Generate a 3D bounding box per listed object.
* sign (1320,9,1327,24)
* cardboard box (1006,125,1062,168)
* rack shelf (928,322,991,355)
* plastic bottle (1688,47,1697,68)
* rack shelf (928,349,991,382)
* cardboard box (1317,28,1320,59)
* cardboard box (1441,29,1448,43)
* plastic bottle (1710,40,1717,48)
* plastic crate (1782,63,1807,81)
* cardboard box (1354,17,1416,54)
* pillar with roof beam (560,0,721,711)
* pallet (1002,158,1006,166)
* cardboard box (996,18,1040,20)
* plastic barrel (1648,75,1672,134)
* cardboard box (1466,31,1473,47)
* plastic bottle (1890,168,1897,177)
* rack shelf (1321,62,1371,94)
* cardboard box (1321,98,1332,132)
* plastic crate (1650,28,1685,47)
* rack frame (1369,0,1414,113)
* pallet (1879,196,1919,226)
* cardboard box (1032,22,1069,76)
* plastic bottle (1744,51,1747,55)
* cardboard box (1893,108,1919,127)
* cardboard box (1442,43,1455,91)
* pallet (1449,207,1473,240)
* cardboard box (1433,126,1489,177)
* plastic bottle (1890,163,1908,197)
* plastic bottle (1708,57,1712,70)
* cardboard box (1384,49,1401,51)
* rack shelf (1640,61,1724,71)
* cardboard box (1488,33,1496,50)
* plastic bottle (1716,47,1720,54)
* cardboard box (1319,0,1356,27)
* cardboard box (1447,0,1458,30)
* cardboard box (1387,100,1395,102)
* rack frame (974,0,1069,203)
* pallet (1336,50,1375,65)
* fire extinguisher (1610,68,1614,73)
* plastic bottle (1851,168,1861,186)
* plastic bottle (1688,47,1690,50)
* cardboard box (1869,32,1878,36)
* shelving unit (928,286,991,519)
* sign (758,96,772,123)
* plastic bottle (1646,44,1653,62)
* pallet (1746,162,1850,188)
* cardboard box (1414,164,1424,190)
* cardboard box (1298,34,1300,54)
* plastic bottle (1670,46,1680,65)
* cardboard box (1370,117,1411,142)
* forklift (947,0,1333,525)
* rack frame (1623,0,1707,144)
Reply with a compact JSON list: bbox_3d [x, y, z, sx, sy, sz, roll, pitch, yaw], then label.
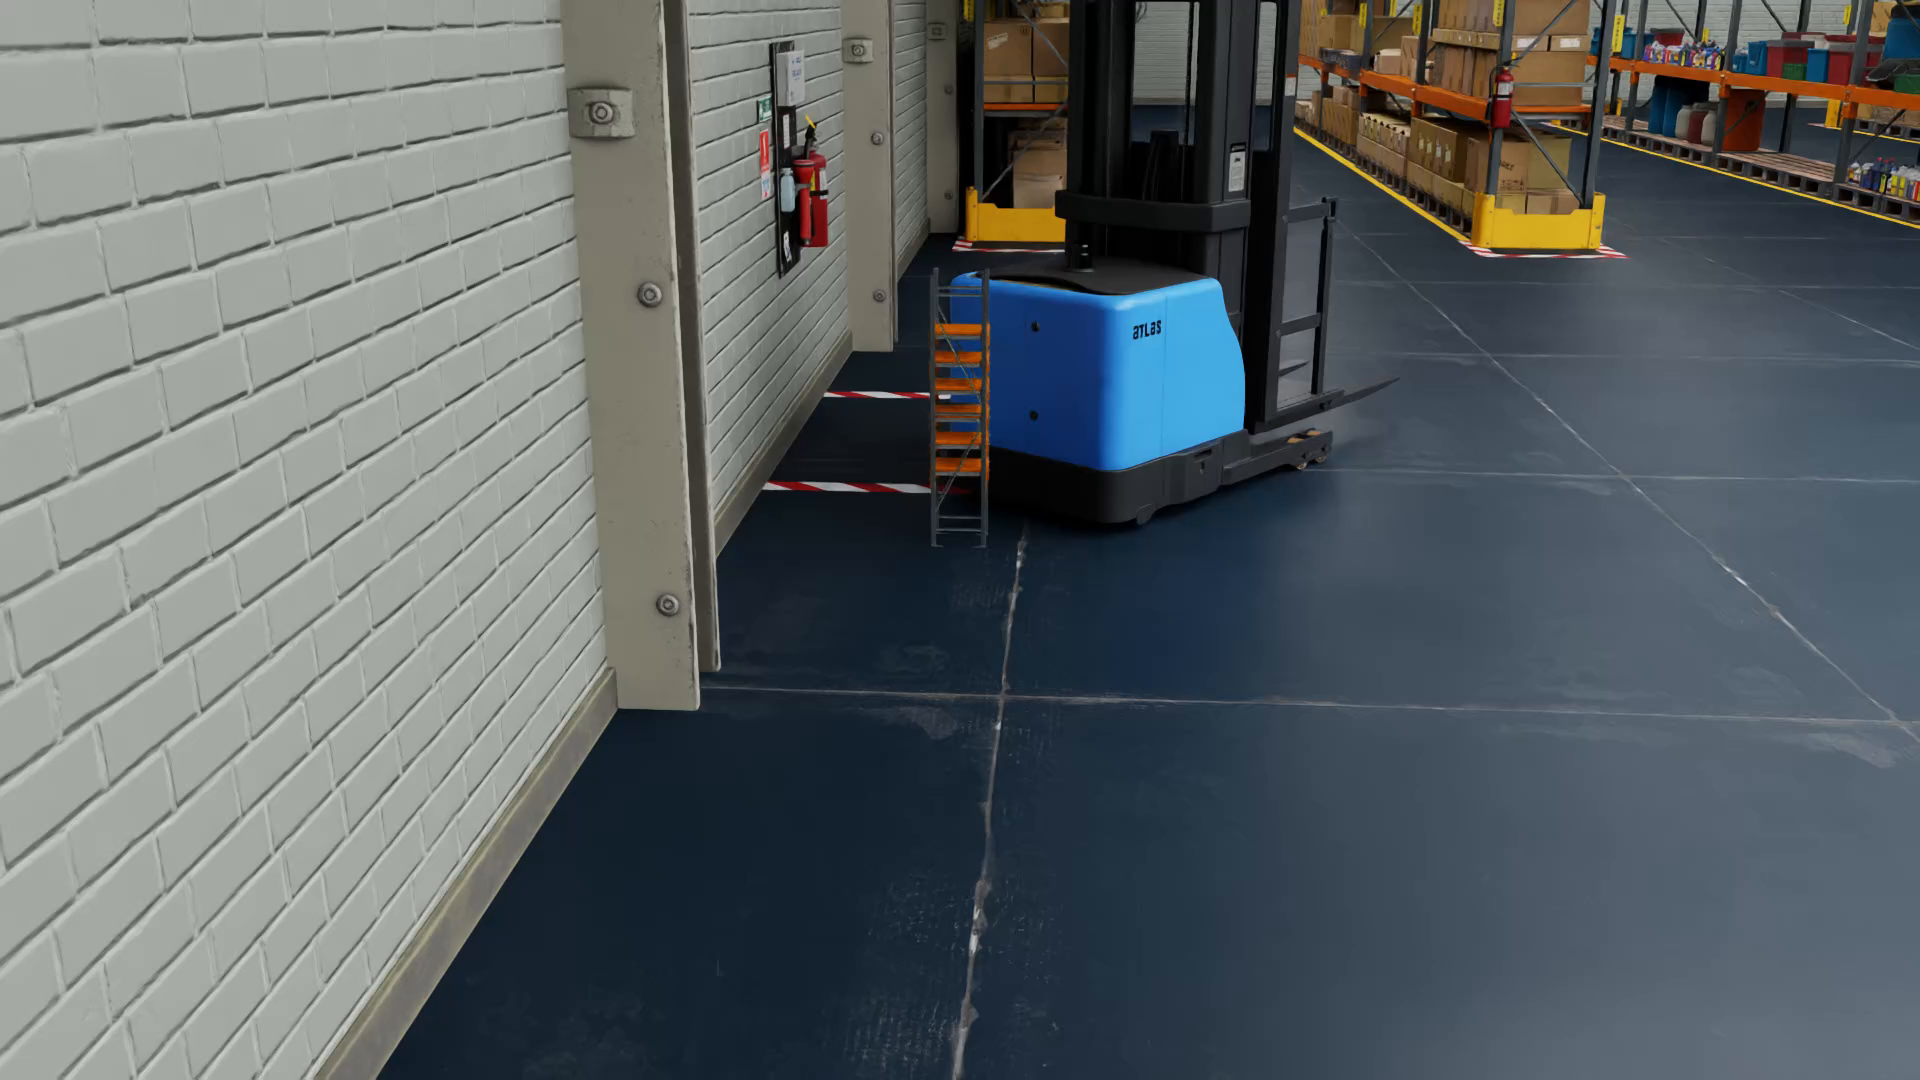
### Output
[{"bbox_3d":[5.898,-8.440,26.972,0.100,0.325,0.005,1,18,4],"label":"sign"},{"bbox_3d":[0.948,-5.055,21.341,0.700,0.500,0.500,1,18,3],"label":"cardboard box"},{"bbox_3d":[-0.001,-0.866,7.124,0.258,0.103,0.180,1,18,4],"label":"rack shelf"},{"bbox_3d":[10.779,-7.099,24.459,0.061,0.283,0.133,1,18,4],"label":"plastic bottle"},{"bbox_3d":[-0.001,-0.752,7.162,0.258,0.103,0.180,1,18,4],"label":"rack shelf"},{"bbox_3d":[6.220,-8.227,27.553,0.500,0.500,0.500,2,18,5],"label":"cardboard box"},{"bbox_3d":[5.619,-5.652,18.654,0.380,0.149,0.250,1,18,2],"label":"cardboard box"},{"bbox_3d":[11.628,-7.533,25.675,0.144,0.351,0.185,1,18,4],"label":"plastic bottle"},{"bbox_3d":[10.650,-5.869,20.856,0.450,0.188,0.662,1,18,4],"label":"plastic crate"},{"bbox_3d":[6.086,-7.221,23.810,0.700,0.500,0.500,-5,19,-15],"label":"cardboard box"},{"bbox_3d":[3.260,-3.666,4.158,9.100,9.000,0.400,1,18,4],"label":"pillar with roof beam"},{"bbox_3d":[1.064,-4.940,22.160,1.003,0.211,1.213,1,18,4],"label":"pallet"},{"bbox_3d":[0.642,-5.636,18.811,0.500,0.500,0.500,1,18,4],"label":"cardboard box"},{"bbox_3d":[11.324,-6.941,26.483,0.600,0.901,0.708,1,18,4],"label":"plastic barrel"},{"bbox_3d":[5.526,-5.252,17.432,0.380,0.149,0.250,1,18,3],"label":"cardboard box"},{"bbox_3d":[10.348,-3.988,18.452,0.097,0.271,0.097,0,18,0],"label":"plastic bottle"},{"bbox_3d":[6.297,-7.056,25.294,1.077,0.370,4.000,1,18,4],"label":"rack shelf"},{"bbox_3d":[6.162,-6.895,26.956,0.500,0.500,0.500,0,18,1],"label":"cardboard box"},{"bbox_3d":[11.695,-8.237,27.546,0.402,0.464,0.583,1,18,4],"label":"plastic crate"},{"bbox_3d":[6.150,-6.776,23.286,0.949,2.616,0.053,1,18,4],"label":"rack frame"},{"bbox_3d":[10.632,-3.510,17.795,1.003,0.211,1.213,1,18,4],"label":"pallet"},{"bbox_3d":[0.973,-4.837,16.373,0.500,0.500,0.500,1,18,4],"label":"cardboard box"},{"bbox_3d":[11.575,-7.094,24.443,0.061,0.283,0.133,1,18,4],"label":"plastic bottle"},{"bbox_3d":[16.512,-7.469,28.137,0.875,0.875,0.875,1,18,4],"label":"cardboard box"},{"bbox_3d":[5.810,-5.280,18.558,0.700,0.500,0.500,1,18,3],"label":"cardboard box"},{"bbox_3d":[5.593,-3.205,16.865,1.003,0.211,1.213,1,18,4],"label":"pallet"},{"bbox_3d":[5.416,-4.180,17.900,0.500,0.500,0.500,1,18,4],"label":"cardboard box"},{"bbox_3d":[10.291,-3.940,18.179,0.144,0.351,0.185,1,18,3],"label":"plastic bottle"},{"bbox_3d":[10.740,-6.812,23.715,0.097,0.201,0.097,0,18,0],"label":"plastic bottle"},{"bbox_3d":[6.084,-6.622,22.958,0.500,0.311,0.500,2,18,7],"label":"cardboard box"},{"bbox_3d":[11.237,-7.037,24.922,0.919,0.124,3.809,1,18,4],"label":"rack shelf"},{"bbox_3d":[5.453,-4.931,16.452,0.380,0.149,0.250,1,18,3],"label":"cardboard box"},{"bbox_3d":[11.460,-7.329,25.180,0.097,0.271,0.097,0,18,0],"label":"plastic bottle"},{"bbox_3d":[6.218,-8.704,27.403,0.500,0.500,0.500,1,18,4],"label":"cardboard box"},{"bbox_3d":[5.806,-5.903,18.377,0.700,0.500,0.500,1,18,4],"label":"cardboard box"},{"bbox_3d":[6.647,-6.727,26.443,0.500,0.500,0.500,1,18,4],"label":"cardboard box"},{"bbox_3d":[0.639,-4.401,16.037,1.000,3.000,0.127,1,18,4],"label":"rack frame"},{"bbox_3d":[6.288,-7.289,25.159,1.003,0.211,1.213,1,18,4],"label":"pallet"},{"bbox_3d":[12.131,-8.972,30.710,0.296,0.674,0.183,1,18,4],"label":"fire extinguisher"},{"bbox_3d":[10.339,-4.181,19.152,0.097,0.201,0.097,0,18,0],"label":"plastic bottle"},{"bbox_3d":[10.863,-7.197,24.756,0.061,0.283,0.133,1,18,4],"label":"plastic bottle"},{"bbox_3d":[16.273,-8.804,29.238,0.500,0.250,0.500,1,18,3],"label":"cardboard box"},{"bbox_3d":[-0.001,-0.566,7.224,0.258,1.046,0.183,1,18,4],"label":"shelving unit"},{"bbox_3d":[-0.953,-2.108,8.131,0.001,0.109,0.331,1,18,4],"label":"sign"},{"bbox_3d":[10.919,-7.706,26.309,0.061,0.283,0.133,1,18,4],"label":"plastic bottle"},{"bbox_3d":[10.909,-4.722,21.494,1.003,0.211,1.213,1,18,4],"label":"pallet"},{"bbox_3d":[5.490,-4.134,18.965,0.500,0.250,0.500,1,18,4],"label":"cardboard box"},{"bbox_3d":[6.432,-9.176,30.450,0.500,0.500,0.500,2,18,5],"label":"cardboard box"},{"bbox_3d":[10.884,-7.353,25.245,0.152,0.276,0.135,1,18,4],"label":"plastic bottle"},{"bbox_3d":[5.755,-5.458,22.103,0.500,0.311,0.500,1,18,2],"label":"cardboard box"},{"bbox_3d":[1.293,-1.845,8.348,1.130,2.935,3.031,15,24,39],"label":"forklift"},{"bbox_3d":[11.380,-7.907,26.736,1.000,3.000,0.127,1,18,4],"label":"rack frame"}]
